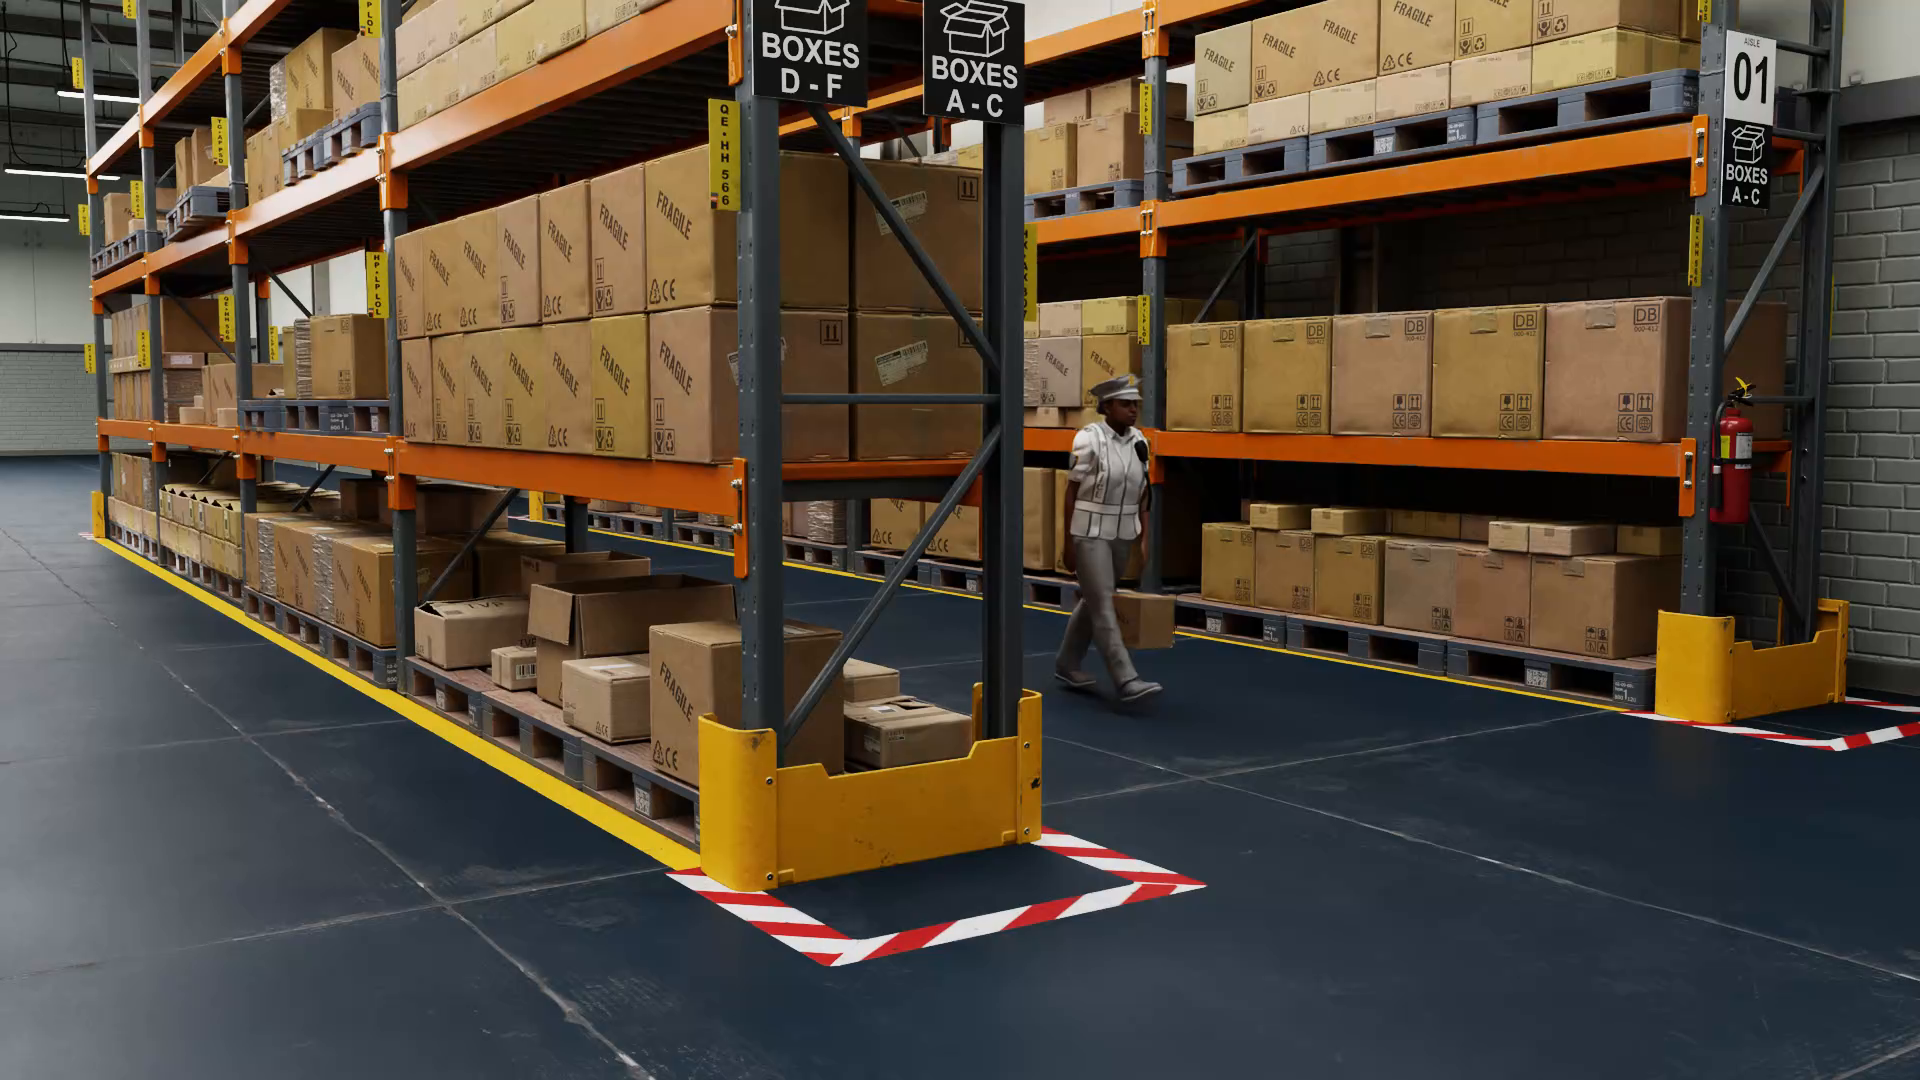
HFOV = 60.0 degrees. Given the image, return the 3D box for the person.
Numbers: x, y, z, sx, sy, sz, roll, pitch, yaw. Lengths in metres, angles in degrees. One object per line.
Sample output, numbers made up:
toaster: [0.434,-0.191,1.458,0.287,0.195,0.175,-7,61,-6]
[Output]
person: [0.779,-0.018,8.270,0.462,1.611,1.023,-3,6,-34]
